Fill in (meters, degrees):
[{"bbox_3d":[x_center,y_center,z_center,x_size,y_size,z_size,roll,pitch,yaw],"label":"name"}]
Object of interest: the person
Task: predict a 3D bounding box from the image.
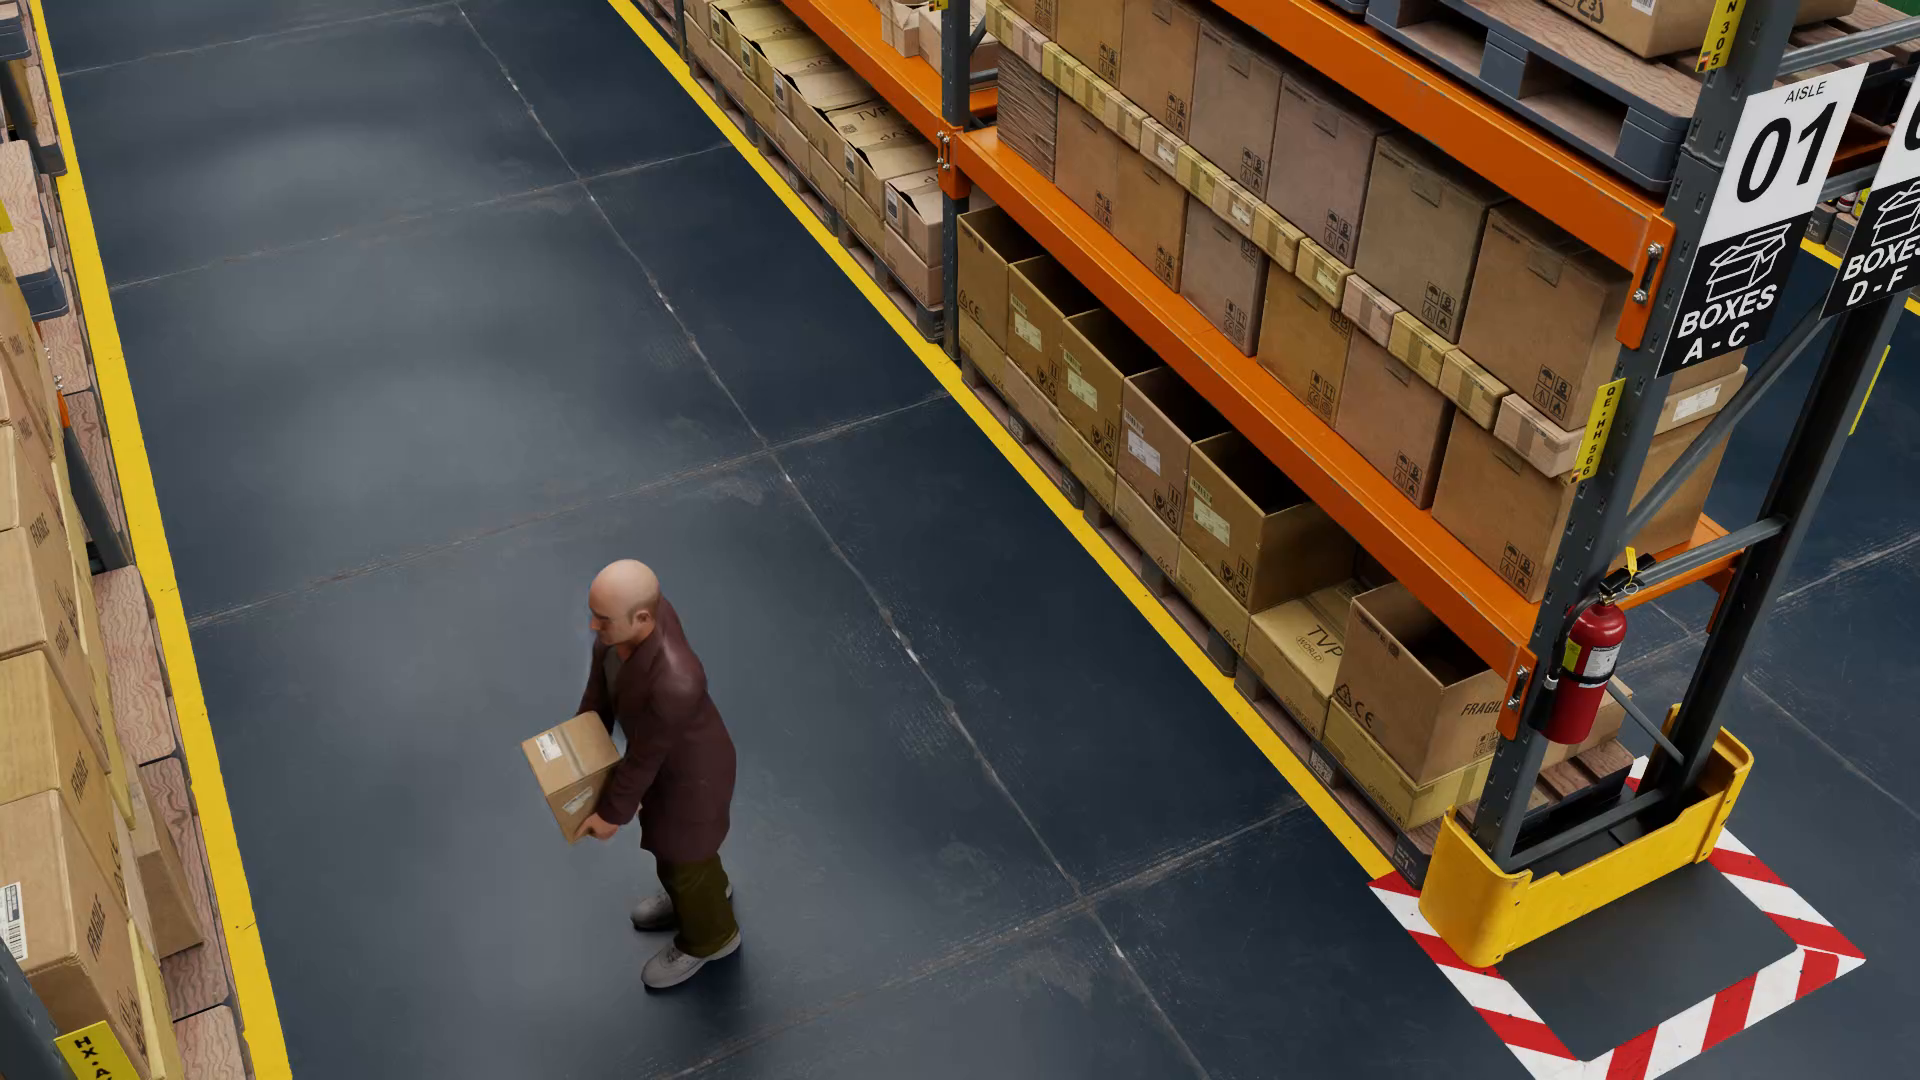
[{"bbox_3d":[-1.003,0.750,5.306,0.572,1.774,0.531,-19,44,-21],"label":"person"}]
